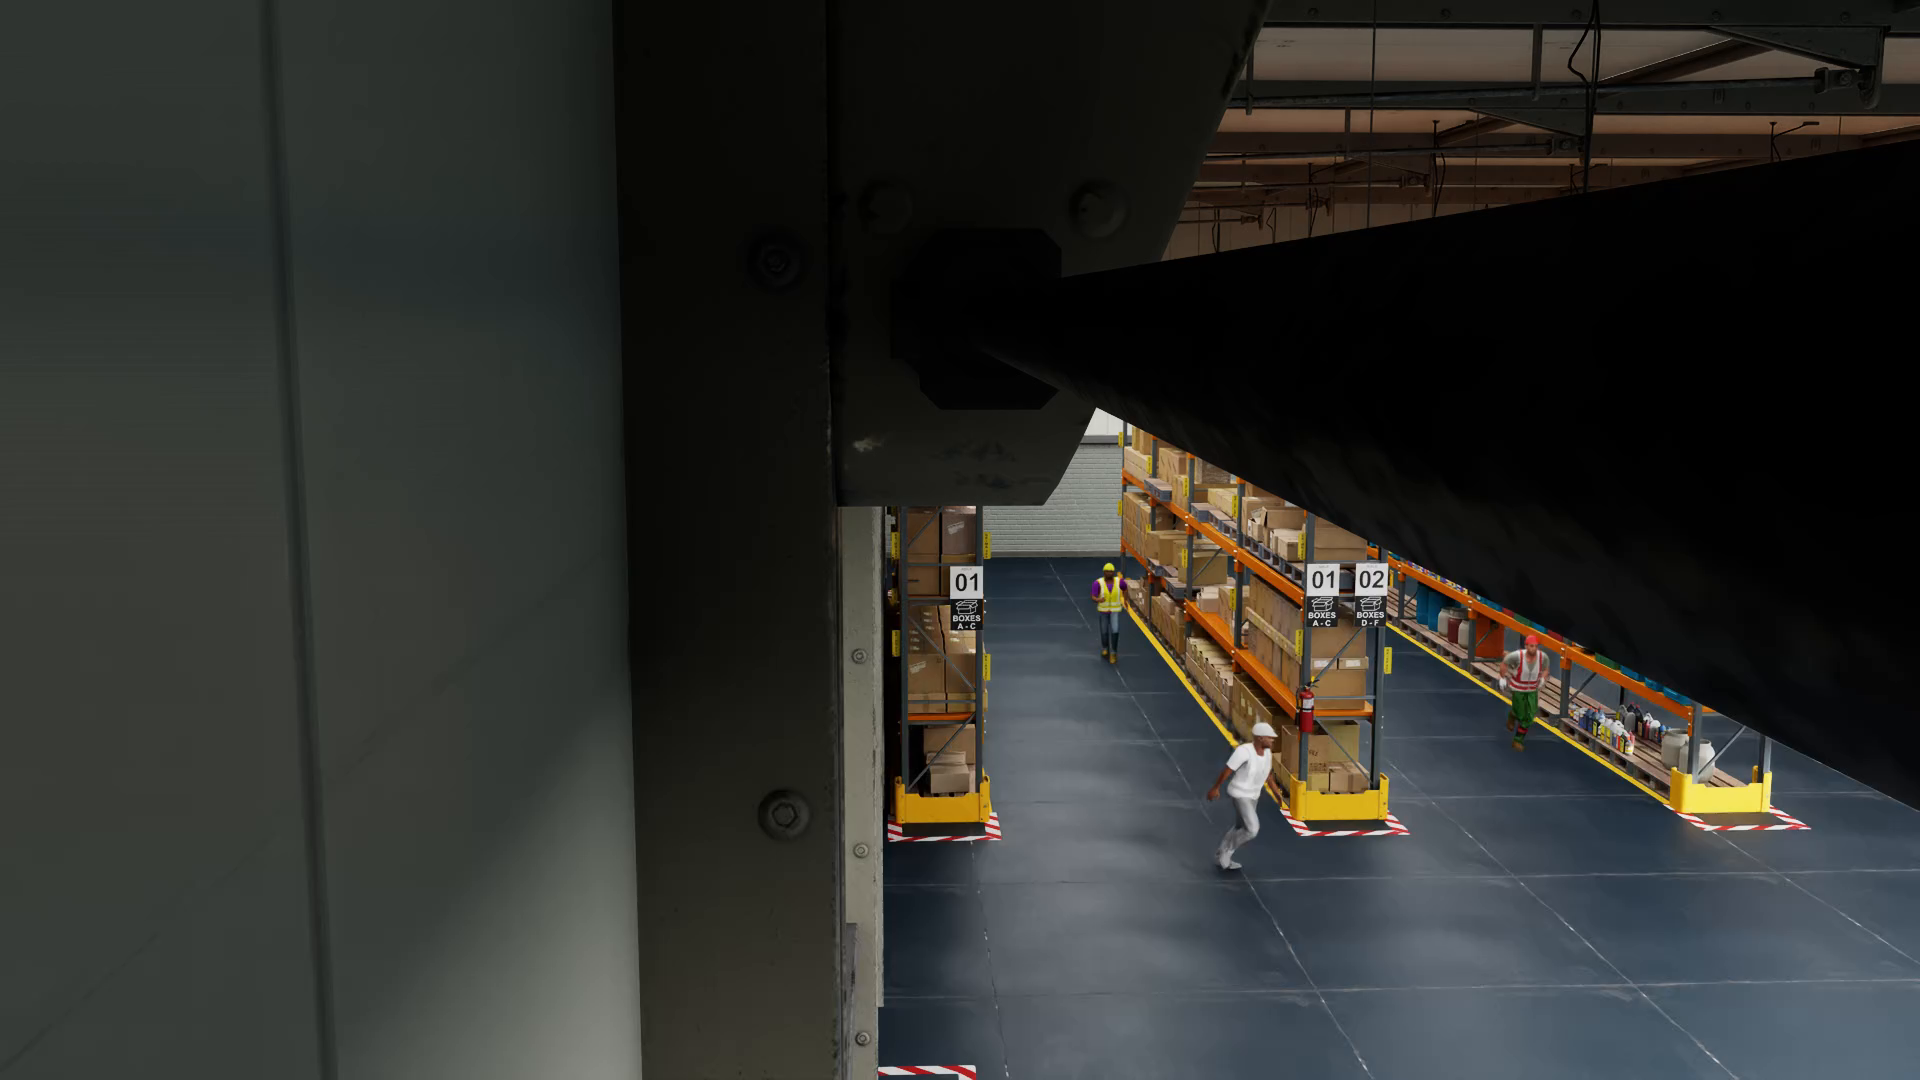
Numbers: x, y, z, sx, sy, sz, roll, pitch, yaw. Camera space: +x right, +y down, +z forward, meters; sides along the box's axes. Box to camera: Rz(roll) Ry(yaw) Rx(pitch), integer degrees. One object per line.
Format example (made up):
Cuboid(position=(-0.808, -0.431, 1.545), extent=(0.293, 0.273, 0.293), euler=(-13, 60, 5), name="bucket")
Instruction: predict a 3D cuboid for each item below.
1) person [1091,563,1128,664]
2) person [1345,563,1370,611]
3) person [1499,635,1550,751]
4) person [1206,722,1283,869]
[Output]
Cuboid(position=(2.662, 1.304, 29.652), extent=(0.672, 1.812, 0.828), euler=(1, 8, 4), name="person")
Cuboid(position=(7.623, 0.974, 32.066), extent=(0.631, 1.801, 0.675), euler=(0, 8, 1), name="person")
Cuboid(position=(8.091, 2.161, 23.858), extent=(0.644, 1.713, 0.761), euler=(-1, 8, -6), name="person")
Cuboid(position=(3.225, 2.865, 18.692), extent=(0.686, 1.702, 0.675), euler=(7, 11, 40), name="person")
